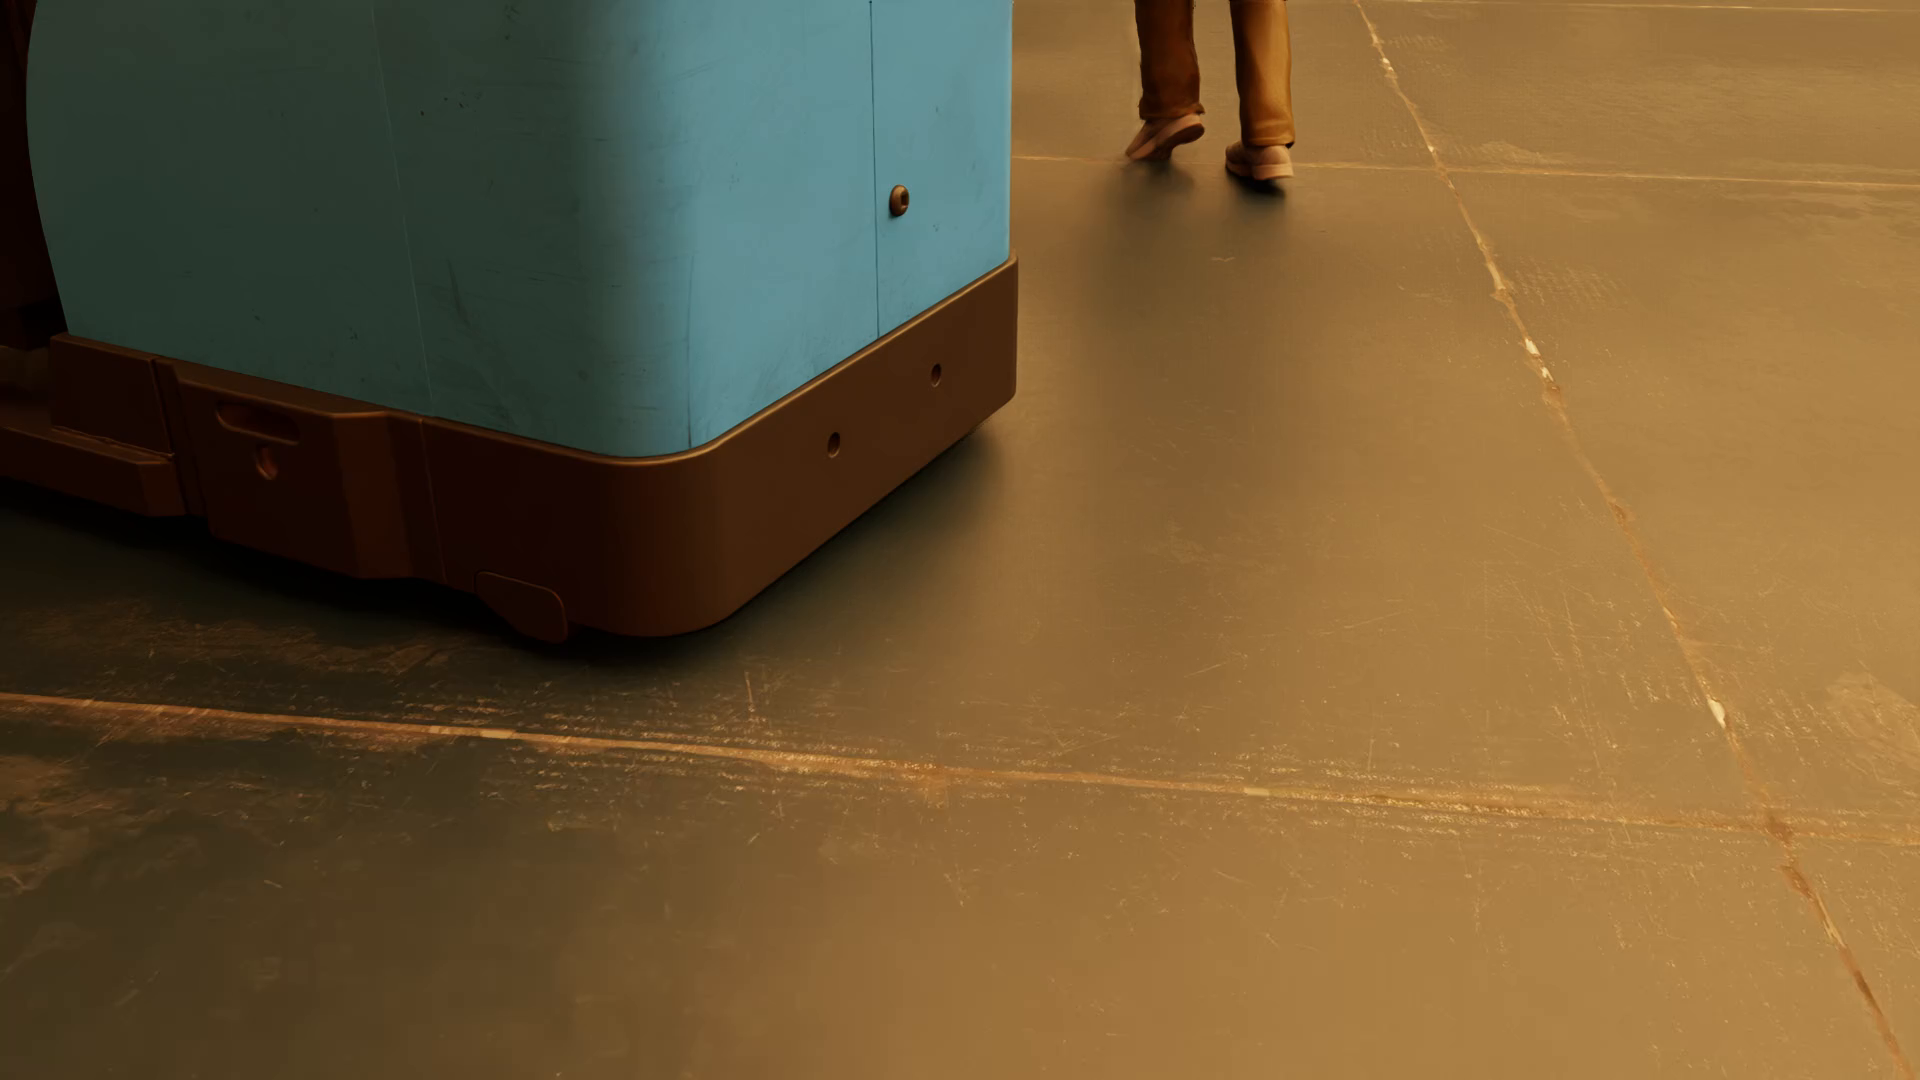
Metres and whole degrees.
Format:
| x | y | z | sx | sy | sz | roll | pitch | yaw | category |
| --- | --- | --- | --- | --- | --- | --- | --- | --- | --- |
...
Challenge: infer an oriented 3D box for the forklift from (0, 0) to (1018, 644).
| x | y | z | sx | sy | sz | roll | pitch | yaw | category |
| --- | --- | --- | --- | --- | --- | --- | --- | --- | --- |
| -1.454 | -1.624 | 2.471 | 3.031 | 2.935 | 1.130 | 13 | 29 | 24 | forklift |

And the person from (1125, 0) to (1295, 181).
| x | y | z | sx | sy | sz | roll | pitch | yaw | category |
| --- | --- | --- | --- | --- | --- | --- | --- | --- | --- |
| 0.715 | -1.633 | 4.145 | 0.663 | 1.597 | 0.824 | -9 | 28 | -18 | person |
